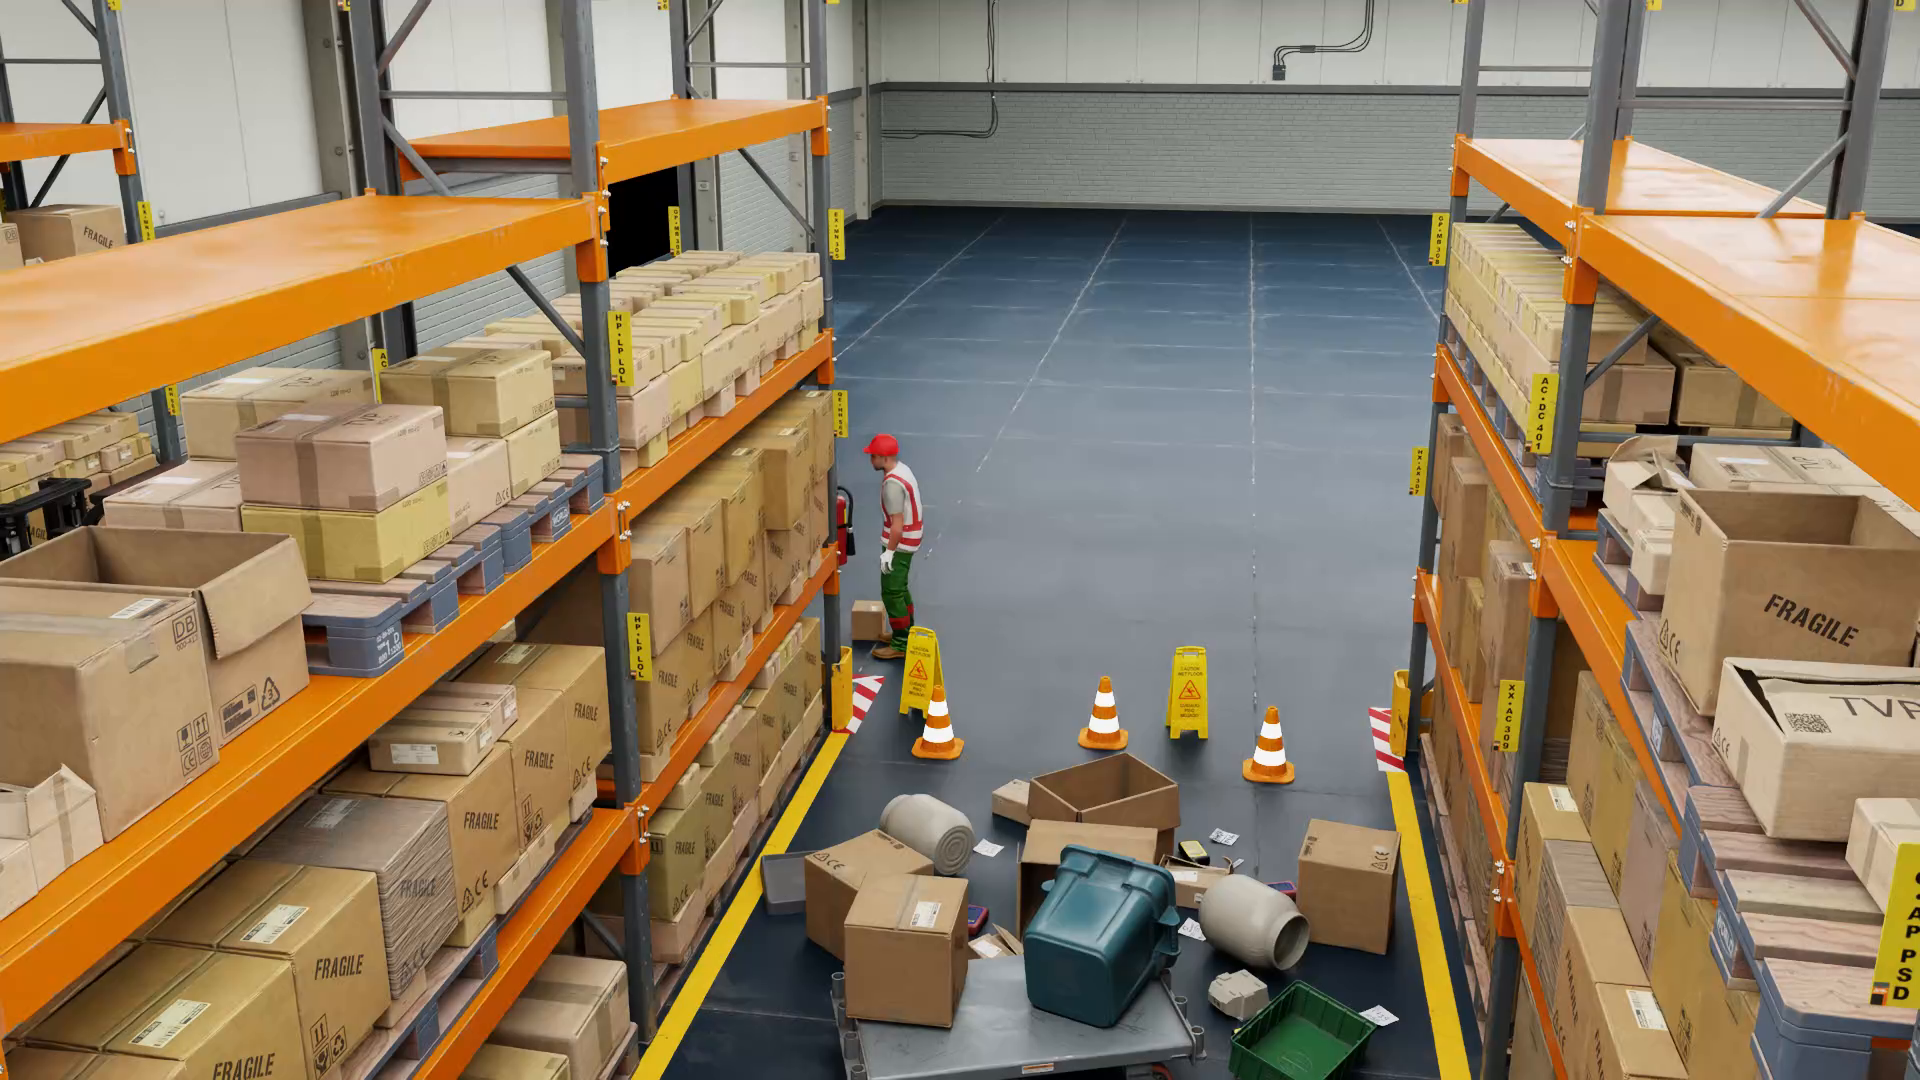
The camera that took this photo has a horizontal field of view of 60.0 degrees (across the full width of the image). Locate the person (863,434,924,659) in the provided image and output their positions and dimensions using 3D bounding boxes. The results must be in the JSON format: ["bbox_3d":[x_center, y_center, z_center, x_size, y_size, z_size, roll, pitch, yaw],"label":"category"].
[{"bbox_3d":[-0.511,0.037,12.911,0.451,1.779,0.607,2,18,6],"label":"person"}]
